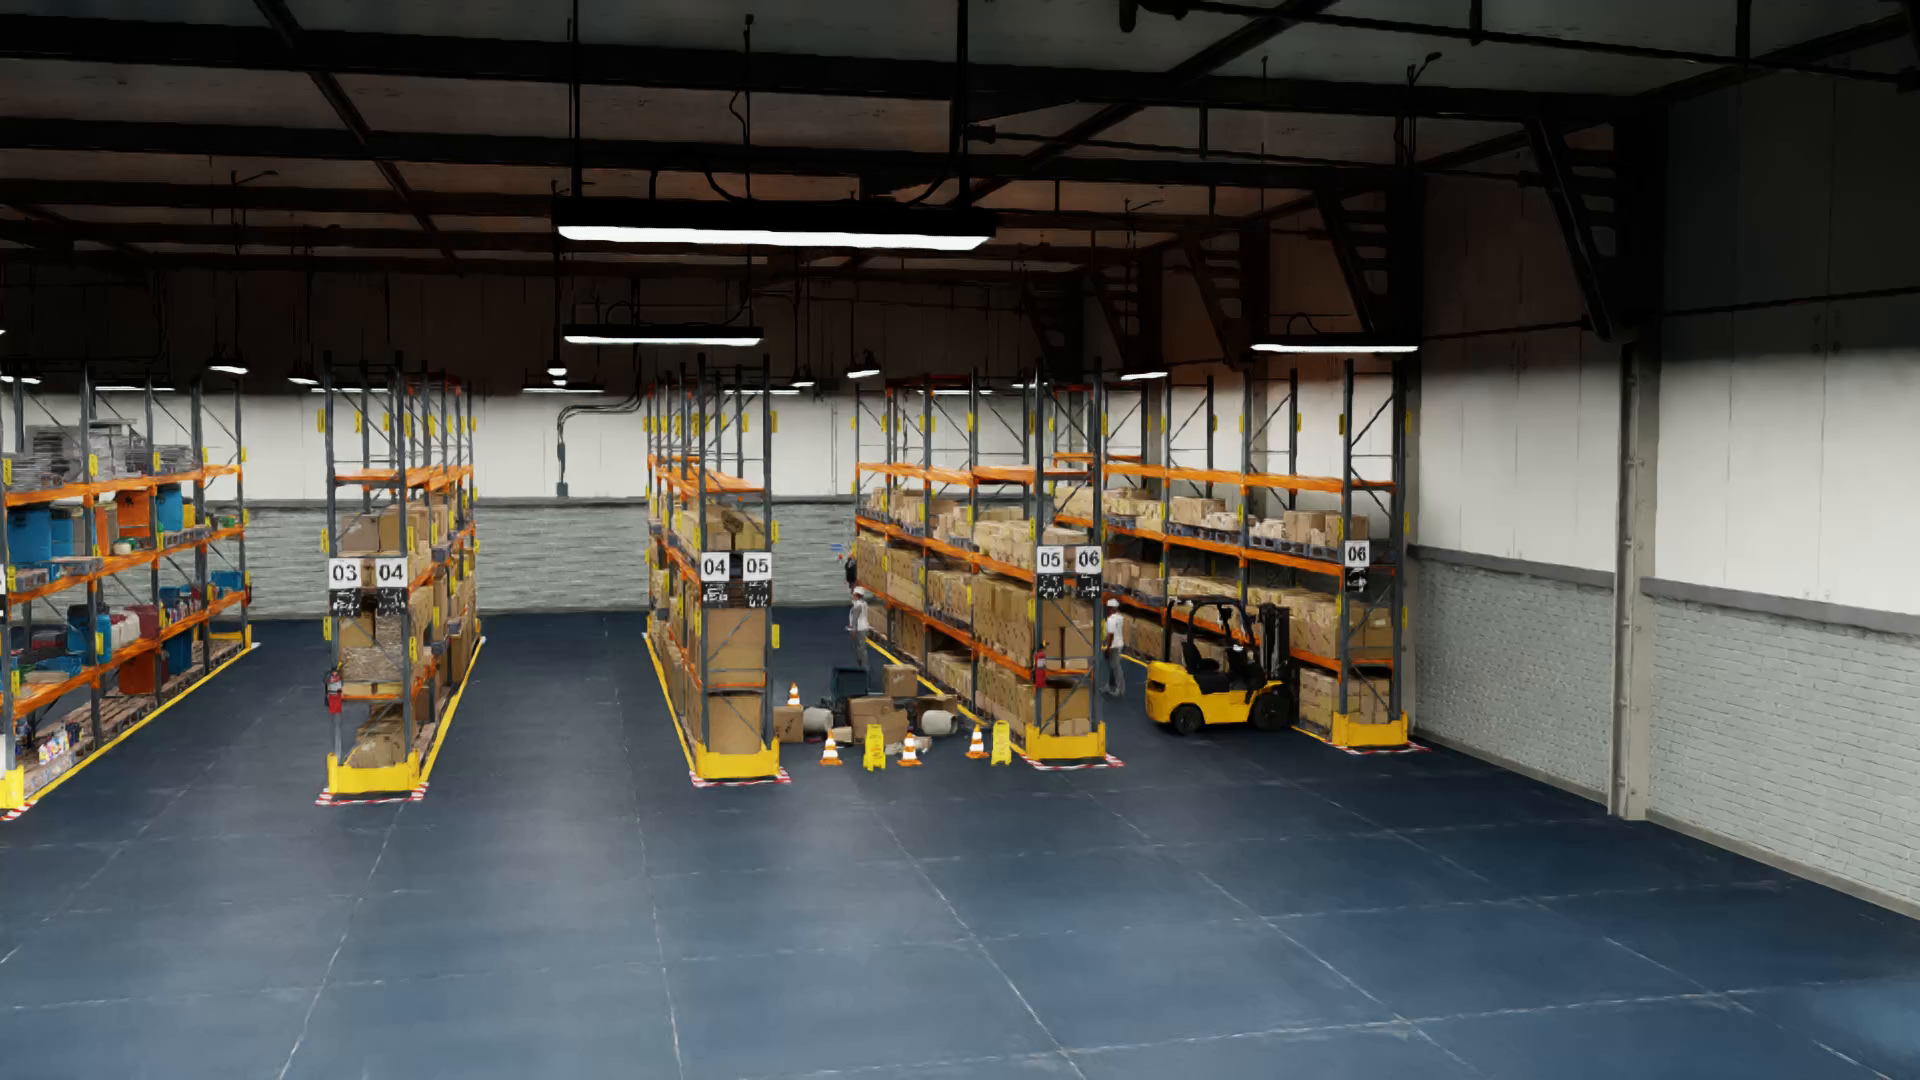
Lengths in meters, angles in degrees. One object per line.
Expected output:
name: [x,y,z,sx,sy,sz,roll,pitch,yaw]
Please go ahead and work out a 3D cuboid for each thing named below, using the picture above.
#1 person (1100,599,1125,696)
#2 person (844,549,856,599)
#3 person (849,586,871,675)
person: [2.798,1.967,30.738,0.580,1.763,0.673,1,4,16]
person: [-2.739,1.107,43.781,0.632,1.730,0.496,3,5,40]
person: [-2.042,1.795,33.199,0.581,1.768,0.641,1,4,10]
